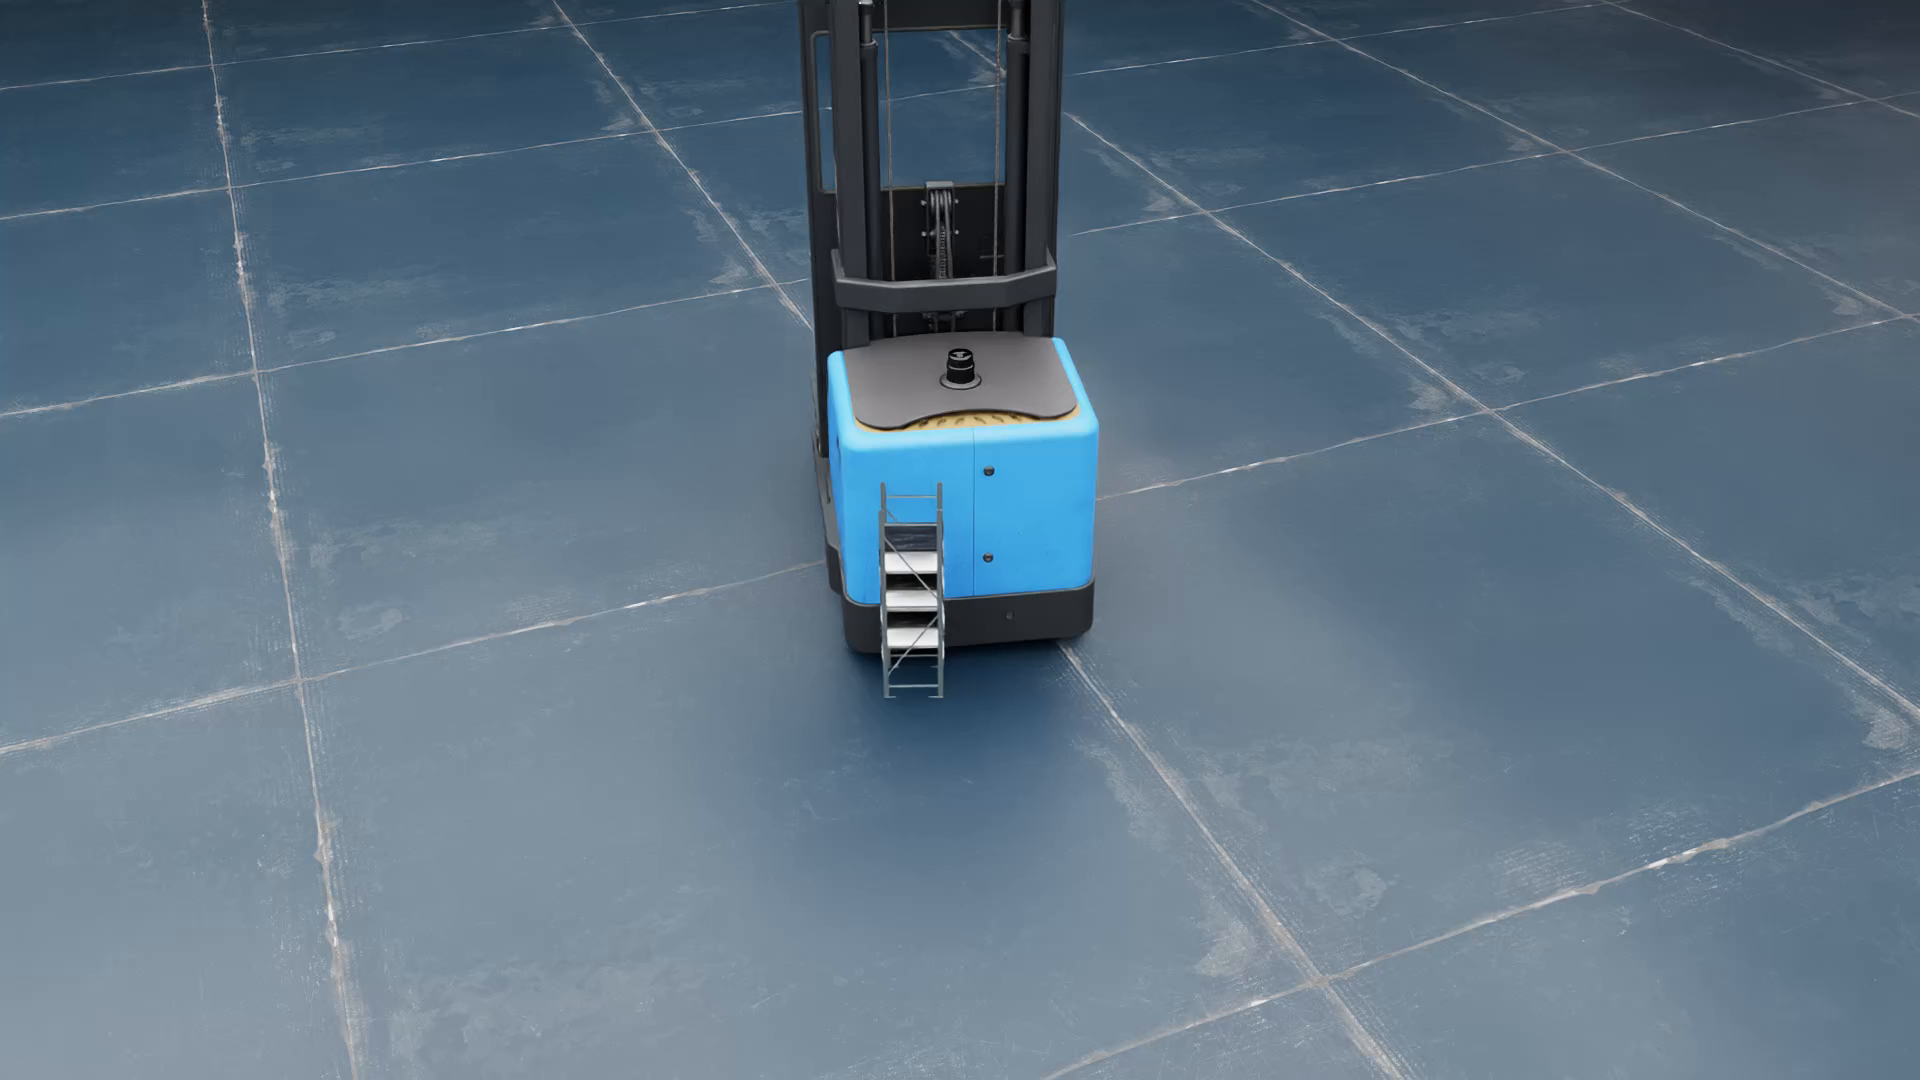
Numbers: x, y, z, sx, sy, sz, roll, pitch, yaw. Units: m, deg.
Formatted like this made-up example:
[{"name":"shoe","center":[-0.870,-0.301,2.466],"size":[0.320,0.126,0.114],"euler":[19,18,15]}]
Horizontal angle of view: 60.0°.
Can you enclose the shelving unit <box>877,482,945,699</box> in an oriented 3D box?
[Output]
[{"name":"shelving unit","center":[-0.188,0.210,6.602],"size":[0.258,0.900,0.210],"euler":[0,33,0]}]

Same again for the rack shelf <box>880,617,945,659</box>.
[{"name":"rack shelf","center":[-0.188,0.389,6.718],"size":[0.258,0.077,0.200],"euler":[0,33,0]}]

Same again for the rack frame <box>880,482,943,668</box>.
[{"name":"rack frame","center":[-0.189,0.155,6.687],"size":[0.240,0.900,0.006],"euler":[0,33,0]}]

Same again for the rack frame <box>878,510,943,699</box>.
[{"name":"rack frame","center":[-0.188,0.265,6.517],"size":[0.240,0.900,0.006],"euler":[0,33,0]}]

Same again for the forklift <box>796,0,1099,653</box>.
[{"name":"forklift","center":[-0.152,-1.548,7.442],"size":[1.130,2.935,3.031],"euler":[-4,33,-7]}]

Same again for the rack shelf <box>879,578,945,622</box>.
[{"name":"rack shelf","center":[-0.188,0.238,6.620],"size":[0.258,0.077,0.200],"euler":[0,33,0]}]

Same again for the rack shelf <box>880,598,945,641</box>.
[{"name":"rack shelf","center":[-0.188,0.313,6.669],"size":[0.258,0.077,0.200],"euler":[0,33,0]}]

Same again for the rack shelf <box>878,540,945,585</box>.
[{"name":"rack shelf","center":[-0.188,0.087,6.522],"size":[0.258,0.077,0.200],"euler":[0,33,0]}]

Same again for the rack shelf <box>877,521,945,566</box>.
[{"name":"rack shelf","center":[-0.188,0.012,6.473],"size":[0.258,0.077,0.200],"euler":[0,33,0]}]

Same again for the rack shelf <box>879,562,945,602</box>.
[{"name":"rack shelf","center":[-0.188,0.163,6.571],"size":[0.258,0.077,0.200],"euler":[0,33,0]}]
